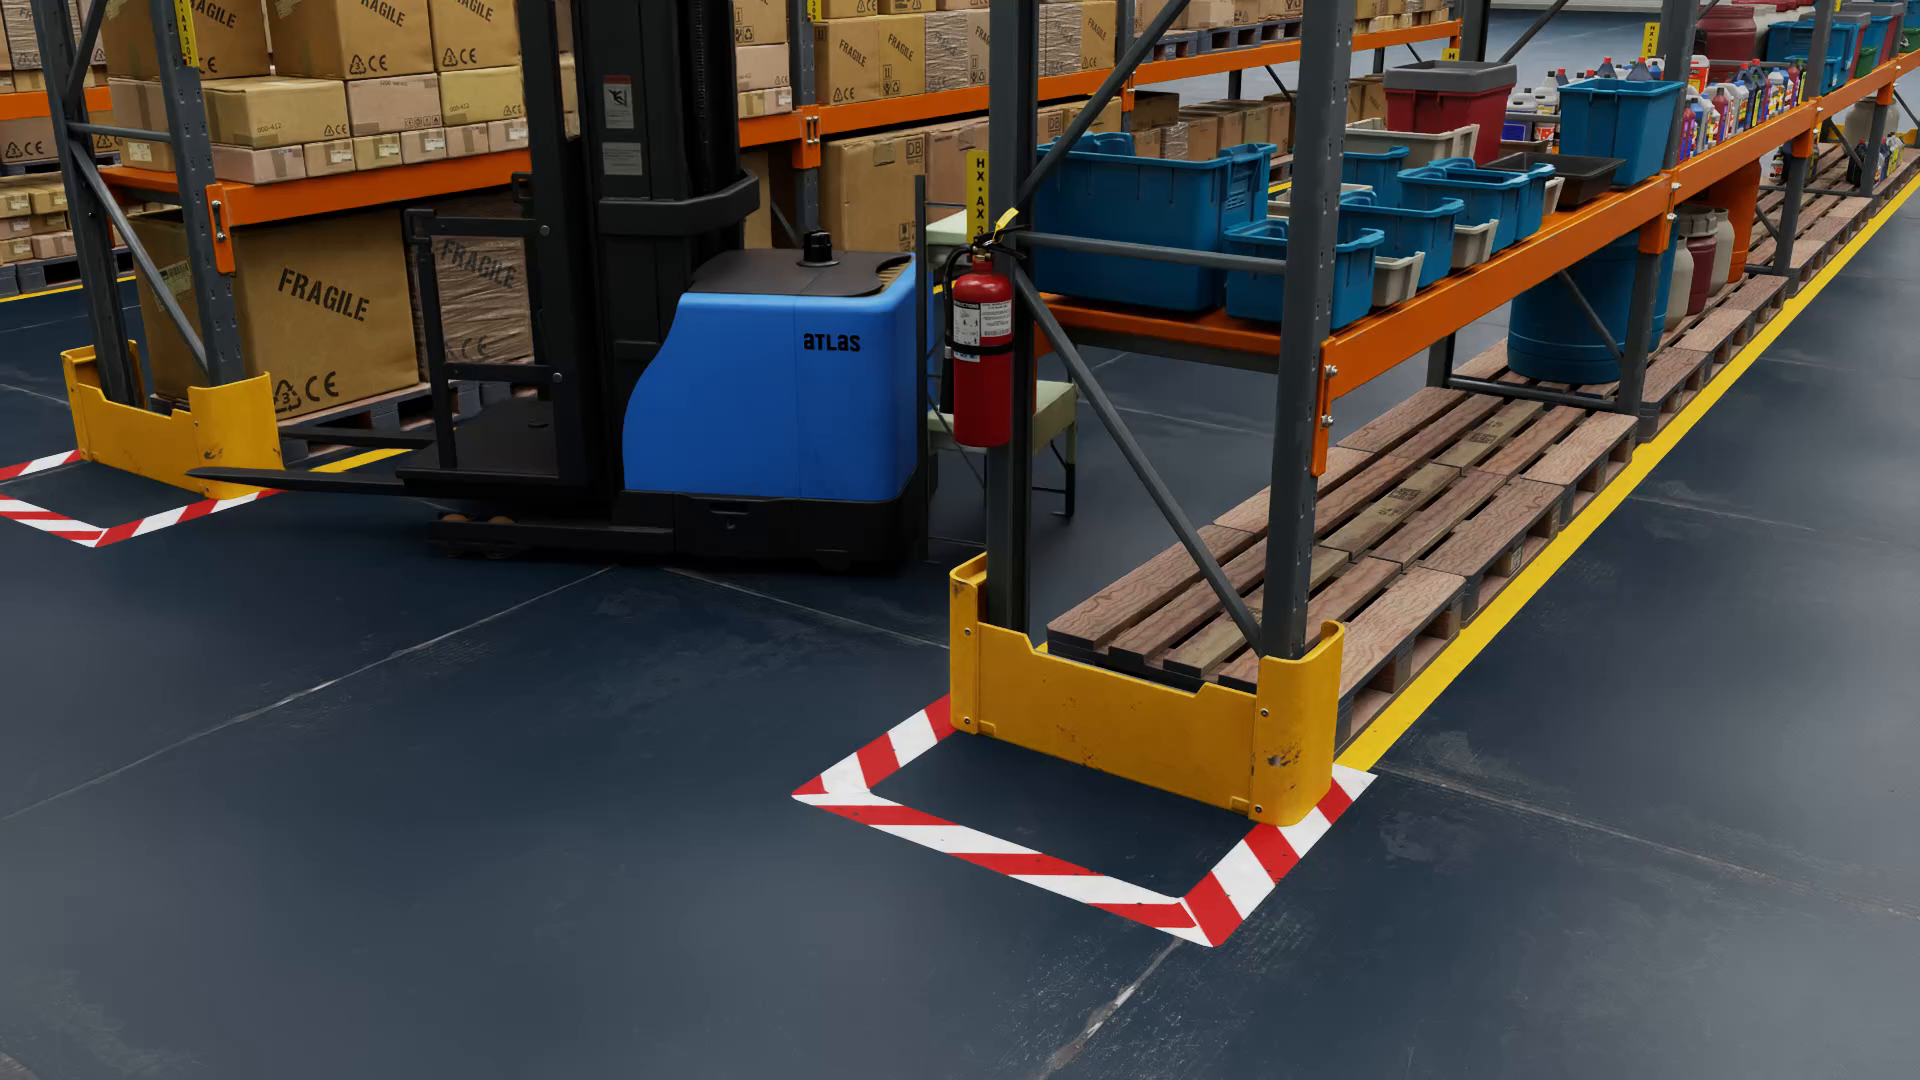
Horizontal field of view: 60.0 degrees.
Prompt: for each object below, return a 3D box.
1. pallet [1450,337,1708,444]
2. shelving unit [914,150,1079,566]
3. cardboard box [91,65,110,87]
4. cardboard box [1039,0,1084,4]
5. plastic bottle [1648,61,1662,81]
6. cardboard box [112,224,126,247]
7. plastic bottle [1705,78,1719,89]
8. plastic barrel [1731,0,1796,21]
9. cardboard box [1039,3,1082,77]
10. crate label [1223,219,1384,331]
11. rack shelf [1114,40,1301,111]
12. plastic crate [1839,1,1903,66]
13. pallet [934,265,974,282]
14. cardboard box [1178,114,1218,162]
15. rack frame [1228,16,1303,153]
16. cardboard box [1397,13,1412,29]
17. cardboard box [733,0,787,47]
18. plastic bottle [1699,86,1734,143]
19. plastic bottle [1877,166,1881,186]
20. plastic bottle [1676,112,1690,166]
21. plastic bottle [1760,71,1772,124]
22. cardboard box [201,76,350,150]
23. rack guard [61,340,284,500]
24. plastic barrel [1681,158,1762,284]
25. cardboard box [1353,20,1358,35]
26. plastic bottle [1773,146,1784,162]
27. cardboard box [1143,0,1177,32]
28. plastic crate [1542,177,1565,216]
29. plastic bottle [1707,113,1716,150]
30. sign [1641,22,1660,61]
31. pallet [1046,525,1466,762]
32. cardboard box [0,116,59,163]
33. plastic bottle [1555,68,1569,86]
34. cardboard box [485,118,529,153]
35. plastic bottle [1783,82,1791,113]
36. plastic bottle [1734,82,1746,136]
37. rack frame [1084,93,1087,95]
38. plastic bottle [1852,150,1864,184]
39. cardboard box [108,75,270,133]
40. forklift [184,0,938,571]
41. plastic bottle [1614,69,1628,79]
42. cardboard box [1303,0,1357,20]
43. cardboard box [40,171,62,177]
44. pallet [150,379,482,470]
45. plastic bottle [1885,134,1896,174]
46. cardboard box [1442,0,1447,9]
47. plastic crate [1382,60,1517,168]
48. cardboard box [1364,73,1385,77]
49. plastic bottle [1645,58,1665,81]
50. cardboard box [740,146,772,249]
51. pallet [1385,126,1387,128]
[{"bbox_3d":[3.243,-0.828,8.698,1.003,0.211,1.213,13,24,32],"label":"pallet"},{"bbox_3d":[0.160,-0.711,6.525,0.431,1.500,0.755,8,22,20],"label":"shelving unit"},{"bbox_3d":[-6.069,-3.263,11.625,0.380,0.149,0.250,13,24,31],"label":"cardboard box"},{"bbox_3d":[0.502,-4.346,12.602,0.797,0.503,0.637,14,25,34],"label":"cardboard box"},{"bbox_3d":[4.215,-2.776,10.131,0.097,0.271,0.097,0,20,0],"label":"plastic bottle"},{"bbox_3d":[-6.090,-2.207,11.911,0.380,0.149,0.250,14,24,33],"label":"cardboard box"},{"bbox_3d":[4.079,-2.364,9.019,0.097,0.271,0.097,0,20,0],"label":"plastic bottle"},{"bbox_3d":[5.897,-3.715,12.288,0.433,0.535,0.433,0,20,0],"label":"plastic barrel"},{"bbox_3d":[0.569,-3.751,12.437,0.500,0.500,0.500,13,24,31],"label":"cardboard box"},{"bbox_3d":[0.937,-0.731,4.571,0.416,0.233,0.303,13,24,32],"label":"crate label"},{"bbox_3d":[2.051,-4.272,15.028,1.077,0.370,4.000,13,24,32],"label":"rack shelf"},{"bbox_3d":[7.253,-4.049,13.295,0.402,0.464,0.583,13,24,32],"label":"plastic crate"},{"bbox_3d":[-0.265,-2.168,12.321,1.003,0.211,1.213,13,24,32],"label":"pallet"},{"bbox_3d":[1.901,-3.591,15.120,0.700,0.500,0.500,16,25,36],"label":"cardboard box"},{"bbox_3d":[3.175,-5.183,16.454,1.000,3.000,0.127,13,24,32],"label":"rack frame"},{"bbox_3d":[4.678,-5.640,18.052,0.380,0.149,0.250,13,24,32],"label":"cardboard box"},{"bbox_3d":[-1.359,-3.125,9.596,0.500,0.500,0.500,14,25,33],"label":"cardboard box"},{"bbox_3d":[3.870,-2.188,8.535,0.152,0.276,0.135,13,24,32],"label":"plastic bottle"},{"bbox_3d":[7.928,-3.176,14.426,0.097,0.201,0.097,0,20,0],"label":"plastic bottle"},{"bbox_3d":[3.334,-1.889,7.717,0.061,0.283,0.133,13,24,32],"label":"plastic bottle"},{"bbox_3d":[4.506,-2.488,9.335,0.061,0.283,0.133,13,24,32],"label":"plastic bottle"},{"bbox_3d":[-3.077,-1.895,7.351,0.500,0.250,0.500,13,24,30],"label":"cardboard box"},{"bbox_3d":[-3.584,-0.561,7.561,1.175,0.500,0.348,13,24,32],"label":"rack guard"},{"bbox_3d":[4.762,-2.105,10.655,0.600,0.830,0.708,13,24,32],"label":"plastic barrel"},{"bbox_3d":[3.814,-5.215,16.902,0.380,0.149,0.250,13,24,32],"label":"cardboard box"},{"bbox_3d":[7.269,-3.352,14.785,0.061,0.283,0.133,15,25,34],"label":"plastic bottle"},{"bbox_3d":[1.428,-4.622,14.187,0.700,0.500,0.500,18,27,40],"label":"cardboard box"},{"bbox_3d":[2.044,-1.268,6.164,0.293,0.136,0.466,13,24,32],"label":"plastic crate"},{"bbox_3d":[3.698,-2.048,8.265,0.097,0.201,0.097,0,20,0],"label":"plastic bottle"},{"bbox_3d":[4.564,-3.252,10.997,0.100,0.325,0.005,13,24,32],"label":"sign"},{"bbox_3d":[1.022,0.304,5.638,1.003,0.211,1.213,13,24,32],"label":"pallet"},{"bbox_3d":[-9.235,-4.215,16.293,0.875,0.875,0.875,14,25,33],"label":"cardboard box"},{"bbox_3d":[3.125,-2.280,8.675,0.144,0.351,0.185,13,24,32],"label":"plastic bottle"},{"bbox_3d":[-2.377,-2.029,8.290,0.380,0.149,0.250,13,24,31],"label":"cardboard box"},{"bbox_3d":[4.884,-2.654,9.902,0.097,0.201,0.097,0,20,0],"label":"plastic bottle"},{"bbox_3d":[4.089,-2.280,8.792,0.097,0.271,0.097,0,20,0],"label":"plastic bottle"},{"bbox_3d":[1.379,-7.327,22.250,1.000,3.000,0.127,13,24,32],"label":"rack frame"},{"bbox_3d":[7.884,-3.274,14.575,0.061,0.283,0.133,13,24,32],"label":"plastic bottle"},{"bbox_3d":[-3.517,-2.000,7.636,0.500,0.250,0.500,13,24,31],"label":"cardboard box"},{"bbox_3d":[-1.658,-1.475,6.528,3.031,2.935,1.130,3,21,8],"label":"forklift"},{"bbox_3d":[3.733,-2.553,9.521,0.152,0.276,0.135,13,24,32],"label":"plastic bottle"},{"bbox_3d":[3.480,-5.487,16.702,0.875,0.500,0.500,13,24,32],"label":"cardboard box"},{"bbox_3d":[-6.461,-2.584,12.075,0.380,0.149,0.250,12,24,30],"label":"cardboard box"},{"bbox_3d":[-3.186,-0.677,8.291,1.003,0.211,1.213,13,24,32],"label":"pallet"},{"bbox_3d":[8.414,-3.508,15.110,0.144,0.351,0.185,13,24,31],"label":"plastic bottle"},{"bbox_3d":[5.092,-6.365,19.076,0.875,0.500,0.500,13,24,32],"label":"cardboard box"},{"bbox_3d":[2.065,-1.773,7.056,0.402,0.464,0.583,13,24,32],"label":"plastic crate"},{"bbox_3d":[5.059,-5.180,19.442,0.500,0.500,0.500,19,28,42],"label":"cardboard box"},{"bbox_3d":[4.252,-2.818,10.238,0.152,0.276,0.135,13,24,32],"label":"plastic bottle"},{"bbox_3d":[-1.759,-1.915,10.075,0.875,0.875,0.875,13,24,32],"label":"cardboard box"},{"bbox_3d":[4.895,-4.775,19.370,1.003,0.211,1.213,13,24,32],"label":"pallet"}]
